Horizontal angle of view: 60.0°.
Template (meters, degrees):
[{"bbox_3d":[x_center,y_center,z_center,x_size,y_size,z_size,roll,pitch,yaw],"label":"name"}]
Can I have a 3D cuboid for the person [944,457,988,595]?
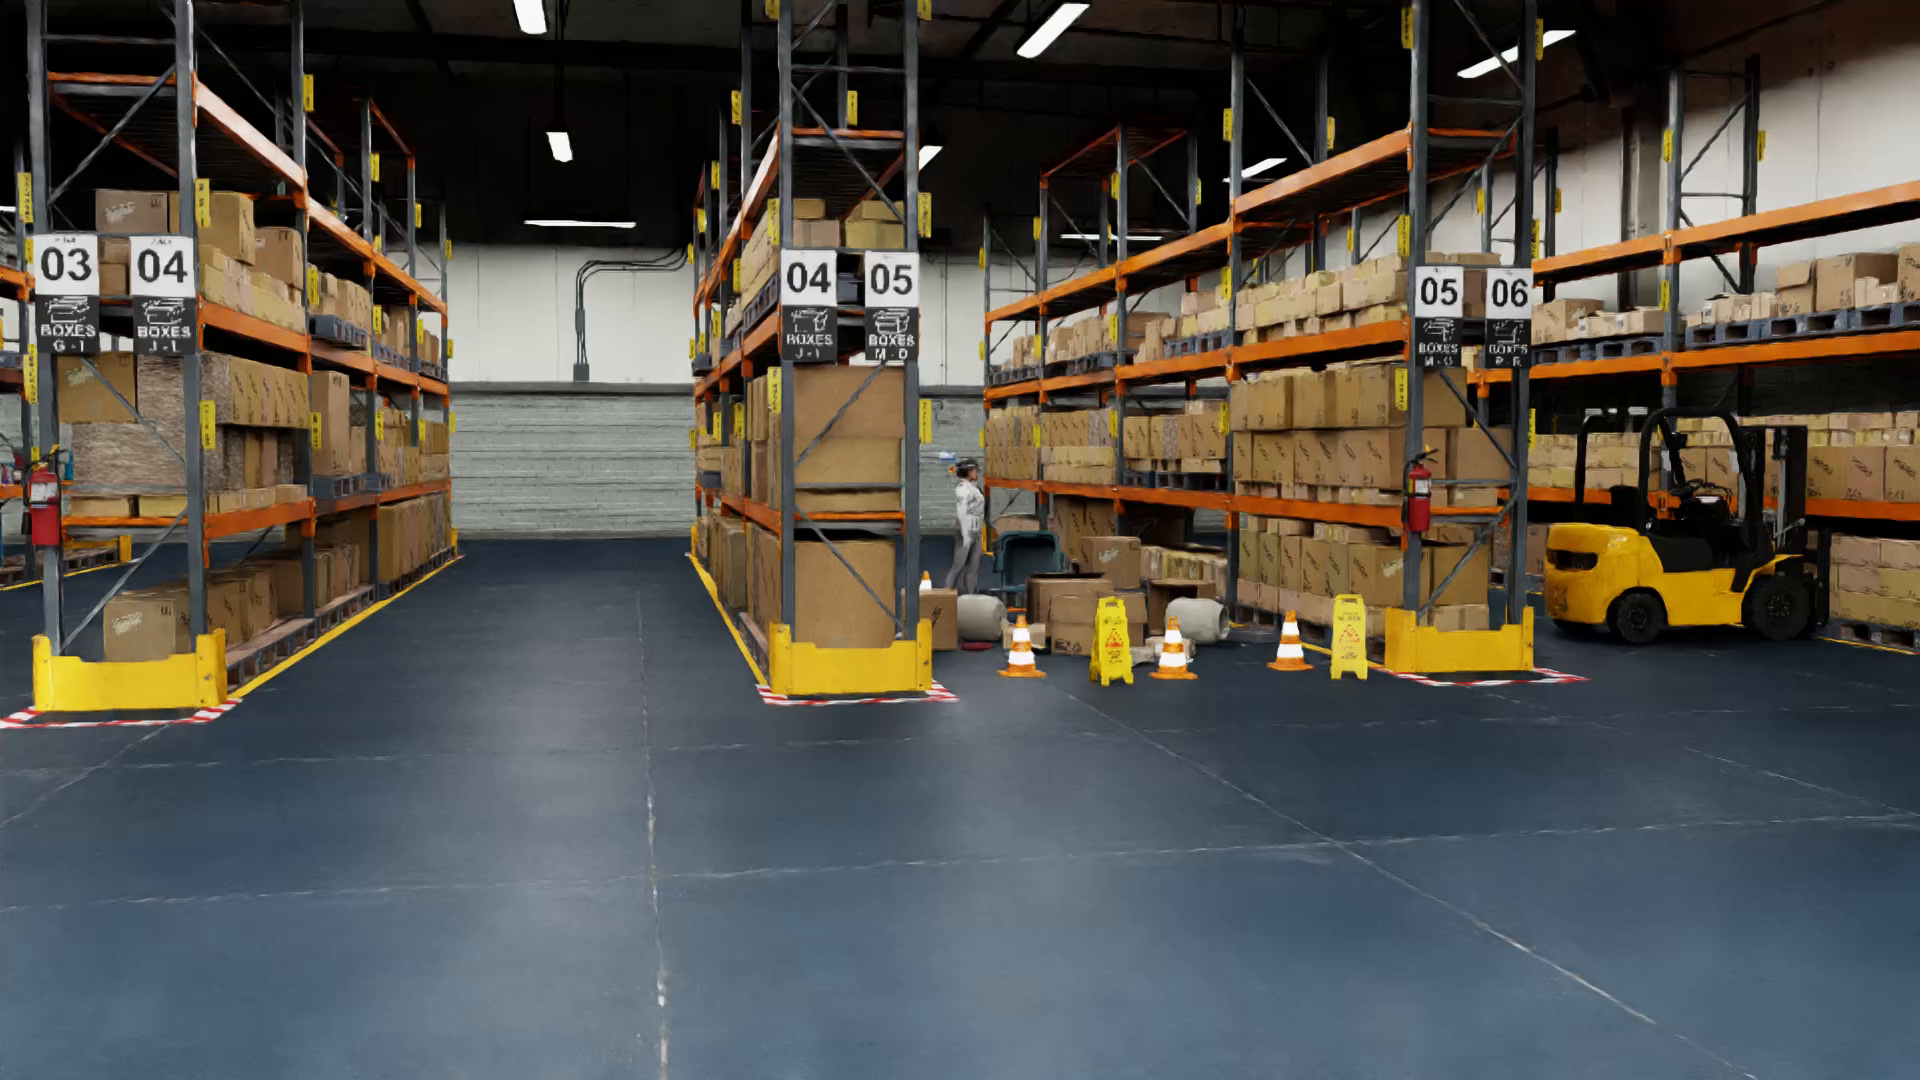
[{"bbox_3d":[0.057,-0.070,18.313,0.505,1.678,0.635,1,3,20],"label":"person"}]
